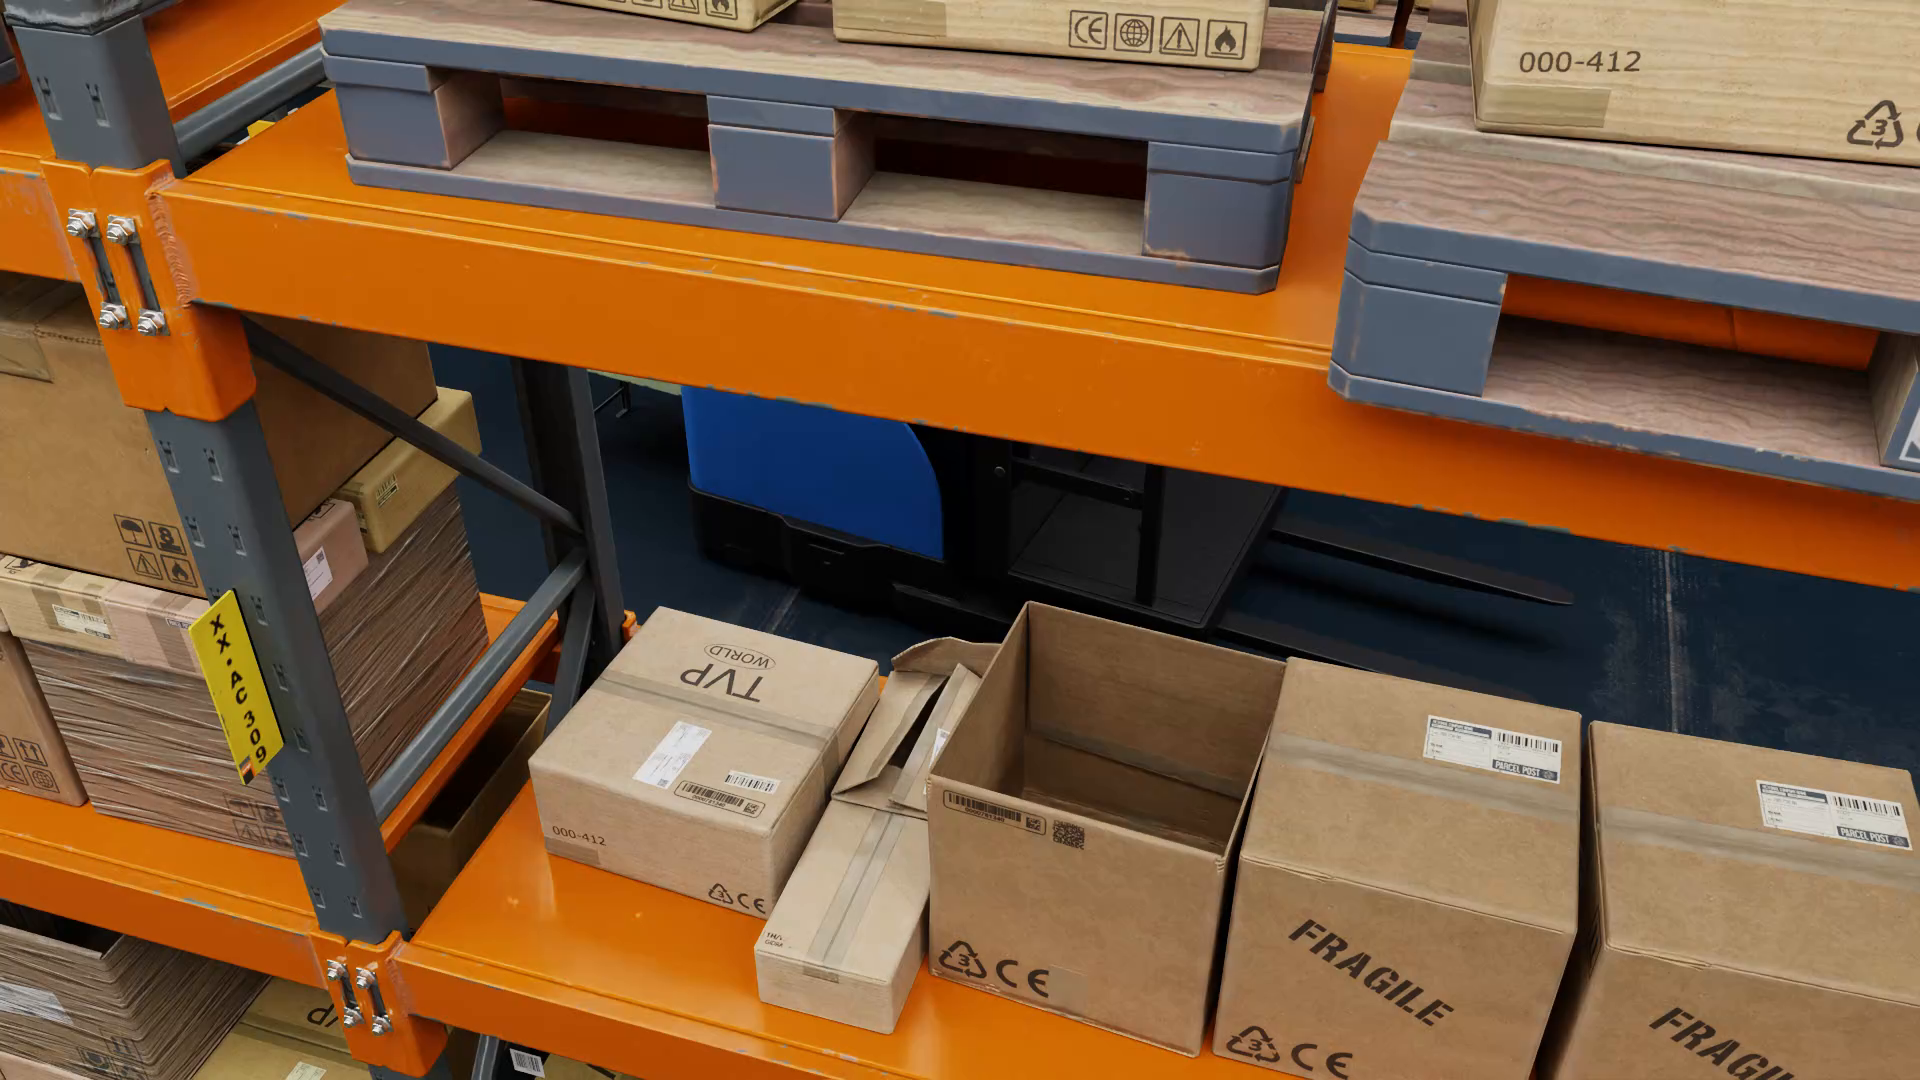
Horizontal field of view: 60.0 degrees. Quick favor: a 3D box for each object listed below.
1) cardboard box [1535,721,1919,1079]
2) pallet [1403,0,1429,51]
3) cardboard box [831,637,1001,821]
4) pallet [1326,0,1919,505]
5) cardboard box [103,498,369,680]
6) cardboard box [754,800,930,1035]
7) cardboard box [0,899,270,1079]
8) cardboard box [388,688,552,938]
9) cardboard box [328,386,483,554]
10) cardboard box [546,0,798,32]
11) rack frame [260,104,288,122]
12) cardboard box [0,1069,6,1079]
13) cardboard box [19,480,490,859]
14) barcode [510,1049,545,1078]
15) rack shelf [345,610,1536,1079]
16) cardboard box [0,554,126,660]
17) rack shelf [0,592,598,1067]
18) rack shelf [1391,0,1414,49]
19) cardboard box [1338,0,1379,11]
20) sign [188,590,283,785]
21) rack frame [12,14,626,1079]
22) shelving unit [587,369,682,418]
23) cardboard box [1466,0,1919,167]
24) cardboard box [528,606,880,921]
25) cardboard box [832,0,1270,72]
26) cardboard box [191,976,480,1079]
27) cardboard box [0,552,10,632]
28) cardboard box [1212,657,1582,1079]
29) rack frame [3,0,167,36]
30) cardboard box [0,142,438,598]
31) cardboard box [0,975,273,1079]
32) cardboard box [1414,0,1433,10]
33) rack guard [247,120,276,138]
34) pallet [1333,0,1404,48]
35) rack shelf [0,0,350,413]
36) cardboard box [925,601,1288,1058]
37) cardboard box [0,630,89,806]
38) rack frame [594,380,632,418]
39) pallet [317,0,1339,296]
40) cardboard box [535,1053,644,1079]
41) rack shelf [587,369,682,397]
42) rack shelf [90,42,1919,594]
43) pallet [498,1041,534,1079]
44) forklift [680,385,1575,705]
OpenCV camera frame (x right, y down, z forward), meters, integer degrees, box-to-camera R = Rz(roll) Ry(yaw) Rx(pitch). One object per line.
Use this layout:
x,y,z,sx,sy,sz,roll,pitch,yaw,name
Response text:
1.246,0.680,2.711,0.500,0.500,0.500,9,37,11,cardboard box
2.424,-2.045,6.660,1.213,0.211,1.003,10,38,14,pallet
-0.072,0.407,3.280,0.258,0.266,0.396,10,37,13,cardboard box
1.109,-0.389,1.877,1.213,0.211,1.003,12,38,16,pallet
-1.289,0.073,2.989,0.250,0.149,0.380,10,38,14,cardboard box
-0.181,0.674,3.015,0.250,0.149,0.380,10,38,14,cardboard box
-1.948,0.884,3.851,0.500,0.500,0.500,10,38,14,cardboard box
-1.315,0.678,4.131,0.500,0.500,0.500,10,38,14,cardboard box
-1.165,-0.158,3.302,0.250,0.149,0.380,10,38,14,cardboard box
-0.381,-0.901,2.186,0.500,0.250,0.500,14,39,19,cardboard box
-3.311,-3.209,8.080,0.127,3.000,1.000,10,38,14,rack frame
-2.430,1.107,4.181,0.500,0.250,0.500,10,38,14,cardboard box
-1.391,0.186,3.383,0.500,0.500,0.700,10,37,13,cardboard box
-0.847,1.025,3.255,0.075,0.075,0.001,10,38,14,barcode
0.943,0.944,3.043,4.000,0.370,1.077,10,38,14,rack shelf
-1.525,0.028,3.050,0.250,0.149,0.380,10,37,13,cardboard box
-2.875,0.237,4.004,4.000,0.370,1.077,10,38,14,rack shelf
2.417,-1.859,6.852,4.000,0.370,1.077,10,38,14,rack shelf
1.514,-2.508,6.671,0.500,0.500,0.700,14,39,19,cardboard box
-1.130,0.235,2.603,0.005,0.325,0.100,10,38,14,sign
-0.966,0.301,3.311,0.127,3.000,1.000,10,38,14,rack frame
-1.147,-0.962,6.291,0.755,1.500,0.431,16,39,20,shelving unit
0.841,-0.643,1.835,0.500,0.250,0.500,7,37,10,cardboard box
-0.483,0.424,3.270,0.500,0.250,0.500,13,38,17,cardboard box
0.144,-0.806,2.056,0.500,0.250,0.500,7,37,9,cardboard box
-1.474,1.281,3.944,0.500,0.250,0.500,10,38,14,cardboard box
-1.776,-0.017,3.111,0.250,0.149,0.380,9,37,13,cardboard box
0.743,0.587,2.837,0.500,0.500,0.500,11,38,14,cardboard box
-0.966,-2.115,1.532,0.127,3.000,1.000,10,38,14,rack frame
-1.391,-0.337,2.998,0.500,0.500,0.700,11,38,14,cardboard box
-1.948,1.187,4.072,0.500,0.250,0.500,10,38,14,cardboard box
2.152,-2.409,6.537,0.500,0.500,0.700,16,39,20,cardboard box
-3.238,-2.189,8.803,0.348,0.500,1.175,10,38,14,rack guard
1.194,-2.208,6.881,1.213,0.211,1.003,10,38,14,pallet
-2.875,-0.971,3.115,4.000,0.370,1.077,10,38,14,rack shelf
0.265,0.499,2.957,0.500,0.500,0.500,13,38,17,cardboard box
-1.897,0.096,3.504,0.500,0.500,0.700,10,38,13,cardboard box
-1.477,-1.055,6.418,0.023,1.500,0.400,16,39,20,rack frame
-0.120,-0.681,2.276,1.217,0.209,0.805,9,37,12,pallet
-0.646,1.227,3.544,0.500,0.311,0.500,11,38,14,cardboard box
-1.147,-0.699,6.484,0.720,0.370,0.431,16,39,20,rack shelf
0.943,-0.264,2.154,4.000,0.370,1.077,10,38,14,rack shelf
-1.713,1.260,4.360,1.213,0.211,1.003,10,38,14,pallet
0.569,-1.021,5.164,3.031,2.935,1.130,16,39,20,forklift
